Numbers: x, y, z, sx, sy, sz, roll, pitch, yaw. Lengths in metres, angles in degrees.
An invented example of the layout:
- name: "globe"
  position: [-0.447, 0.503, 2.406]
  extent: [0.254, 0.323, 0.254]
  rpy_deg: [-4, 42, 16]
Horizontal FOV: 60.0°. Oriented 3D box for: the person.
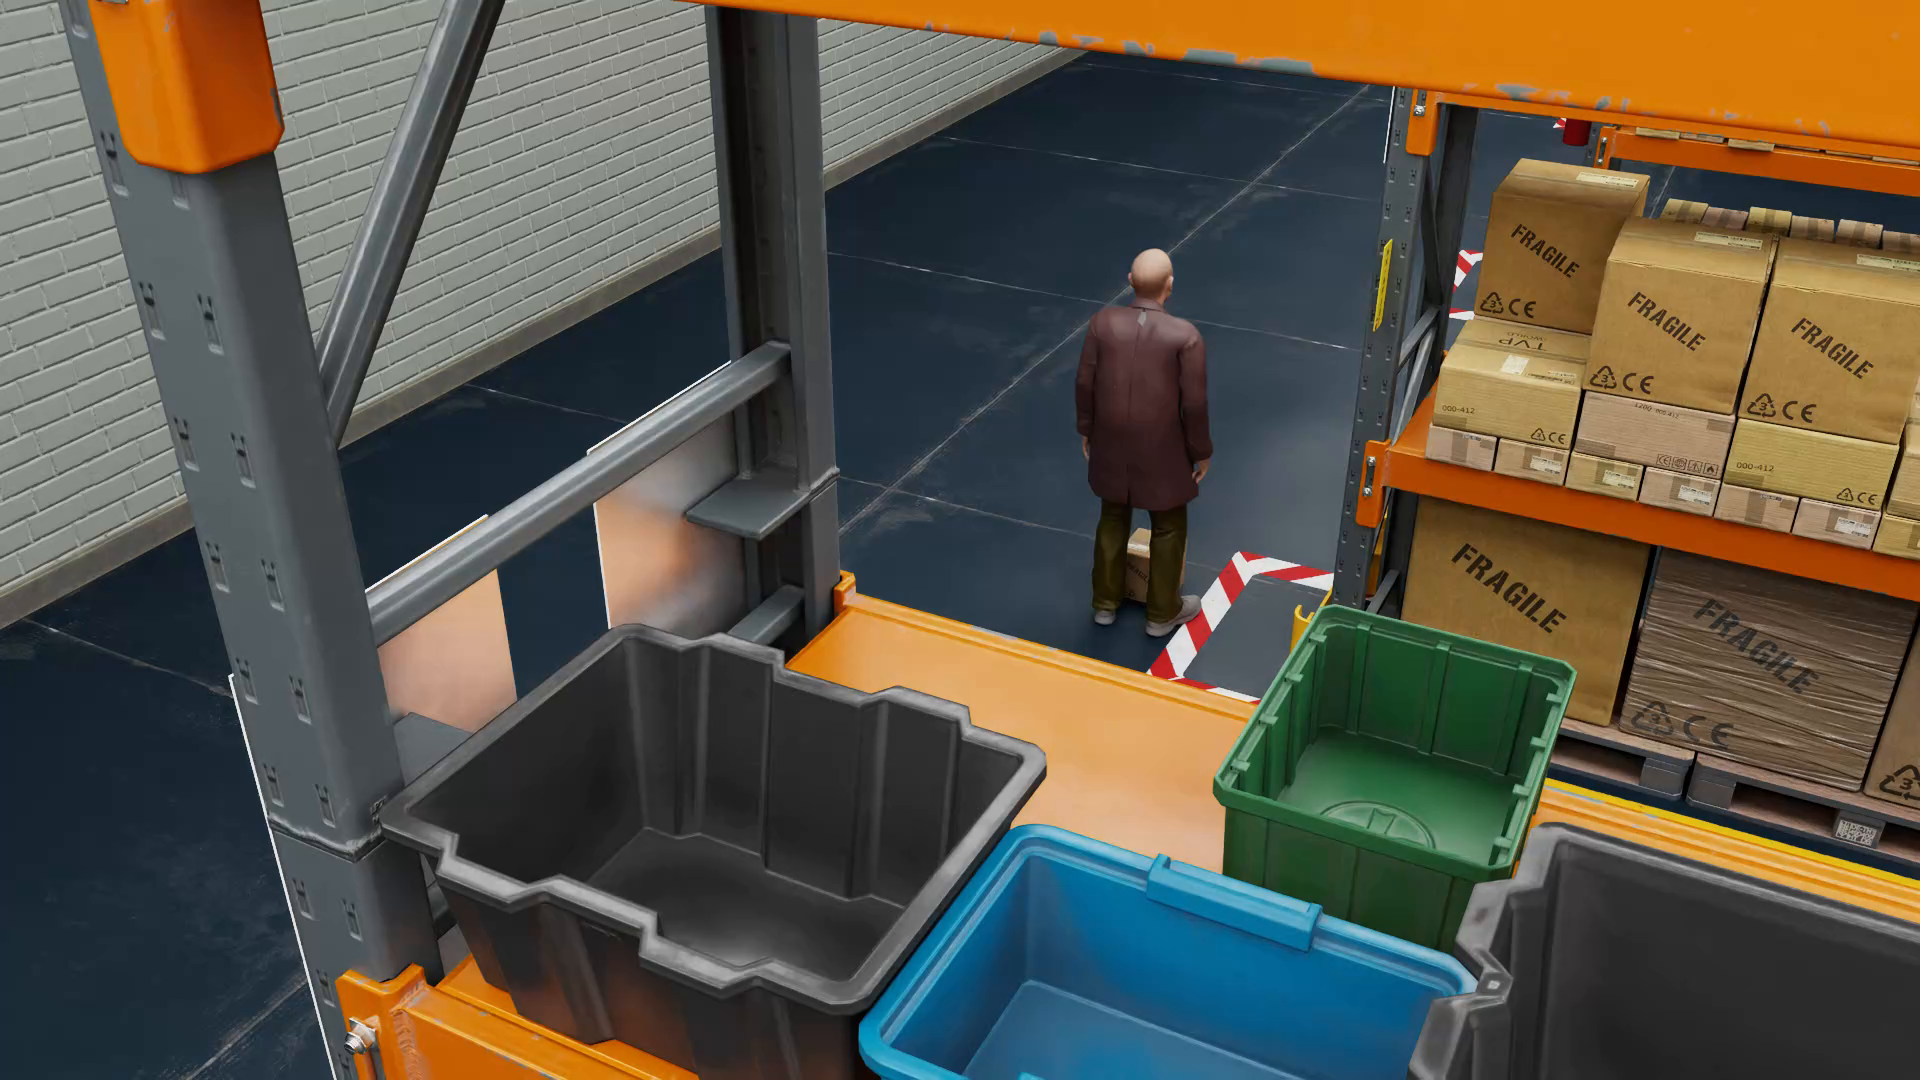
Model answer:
- name: "person"
  position: [0.811, -0.422, 7.384]
  extent: [0.642, 1.774, 0.422]
  rpy_deg: [14, 33, 23]
